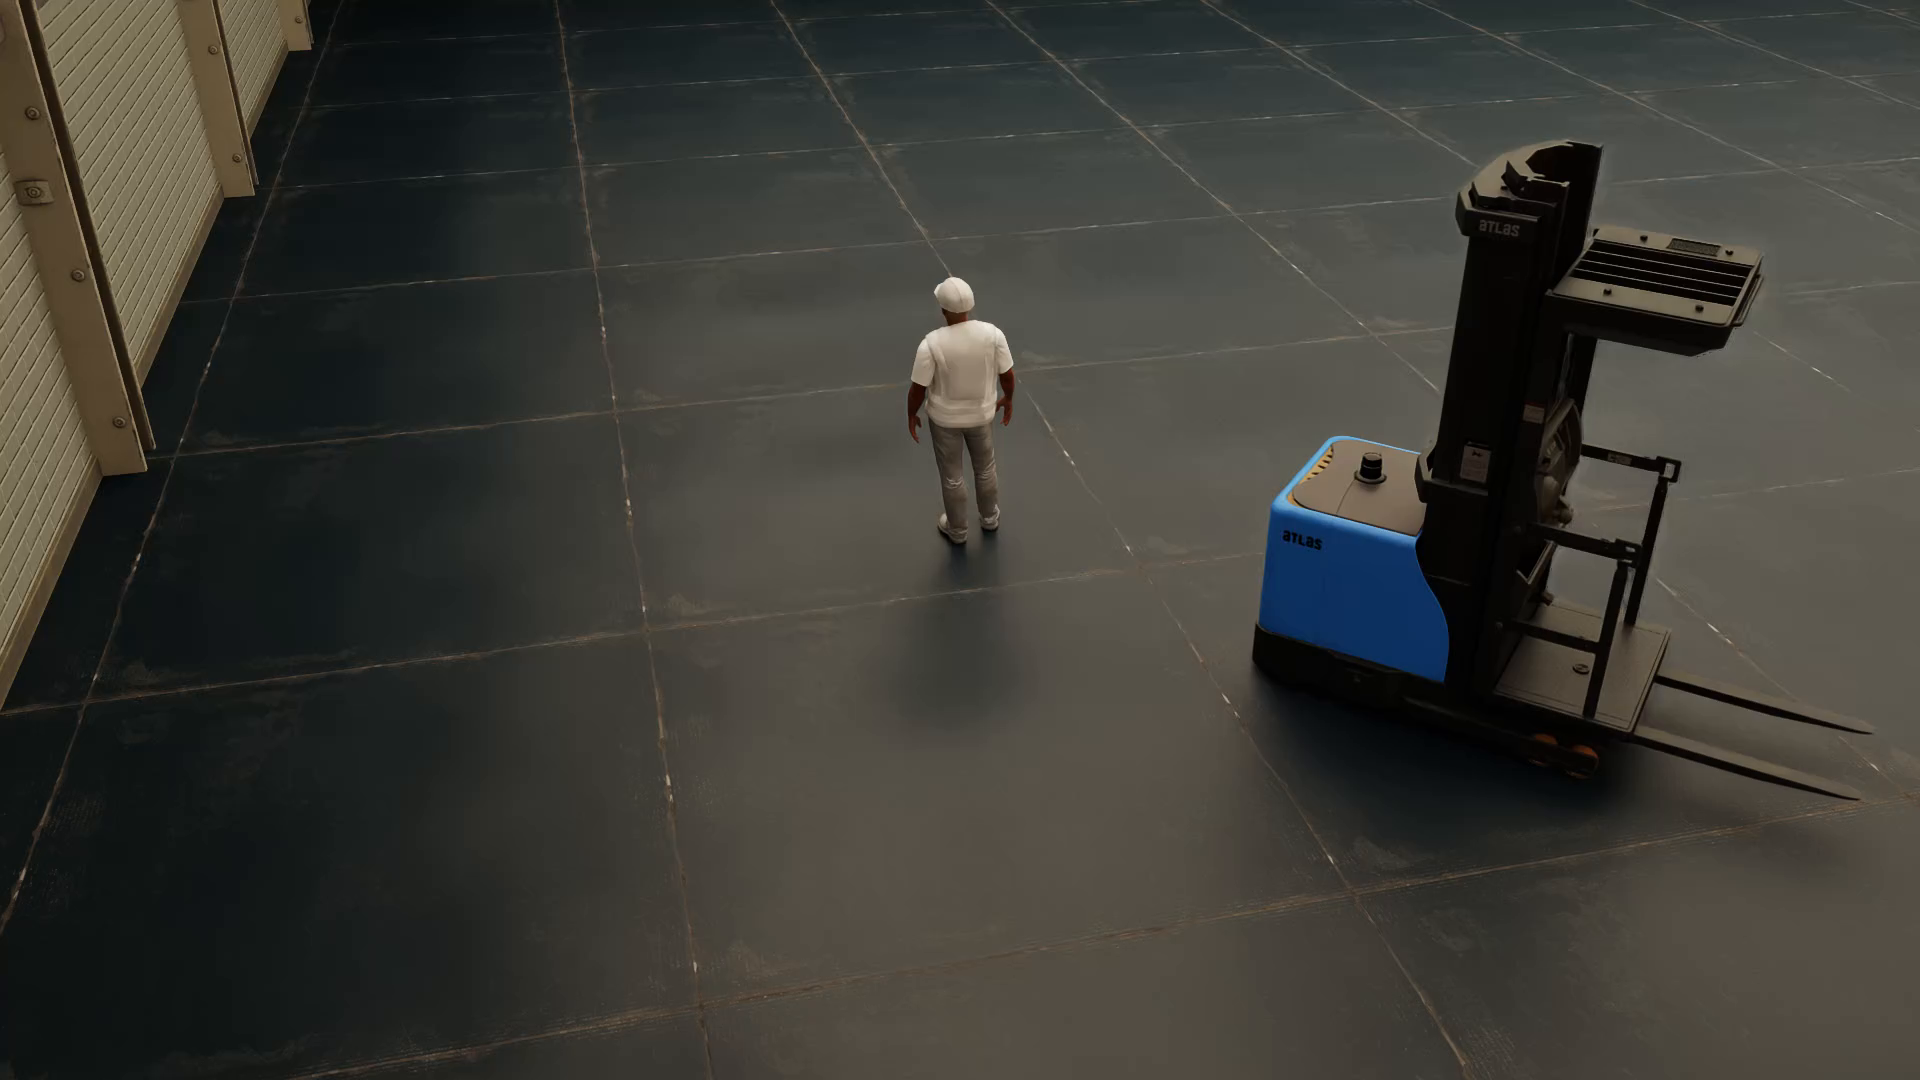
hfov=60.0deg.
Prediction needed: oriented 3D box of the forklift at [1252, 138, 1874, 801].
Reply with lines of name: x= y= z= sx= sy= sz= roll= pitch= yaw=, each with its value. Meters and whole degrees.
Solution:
forklift: x=3.151 y=-0.367 z=8.208 sx=3.031 sy=2.935 sz=1.130 roll=16 pitch=34 yaw=26

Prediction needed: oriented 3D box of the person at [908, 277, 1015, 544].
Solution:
person: x=-0.011 y=-0.805 z=10.113 sx=0.666 sy=1.765 sz=0.577 roll=-7 pitch=31 yaw=-12
